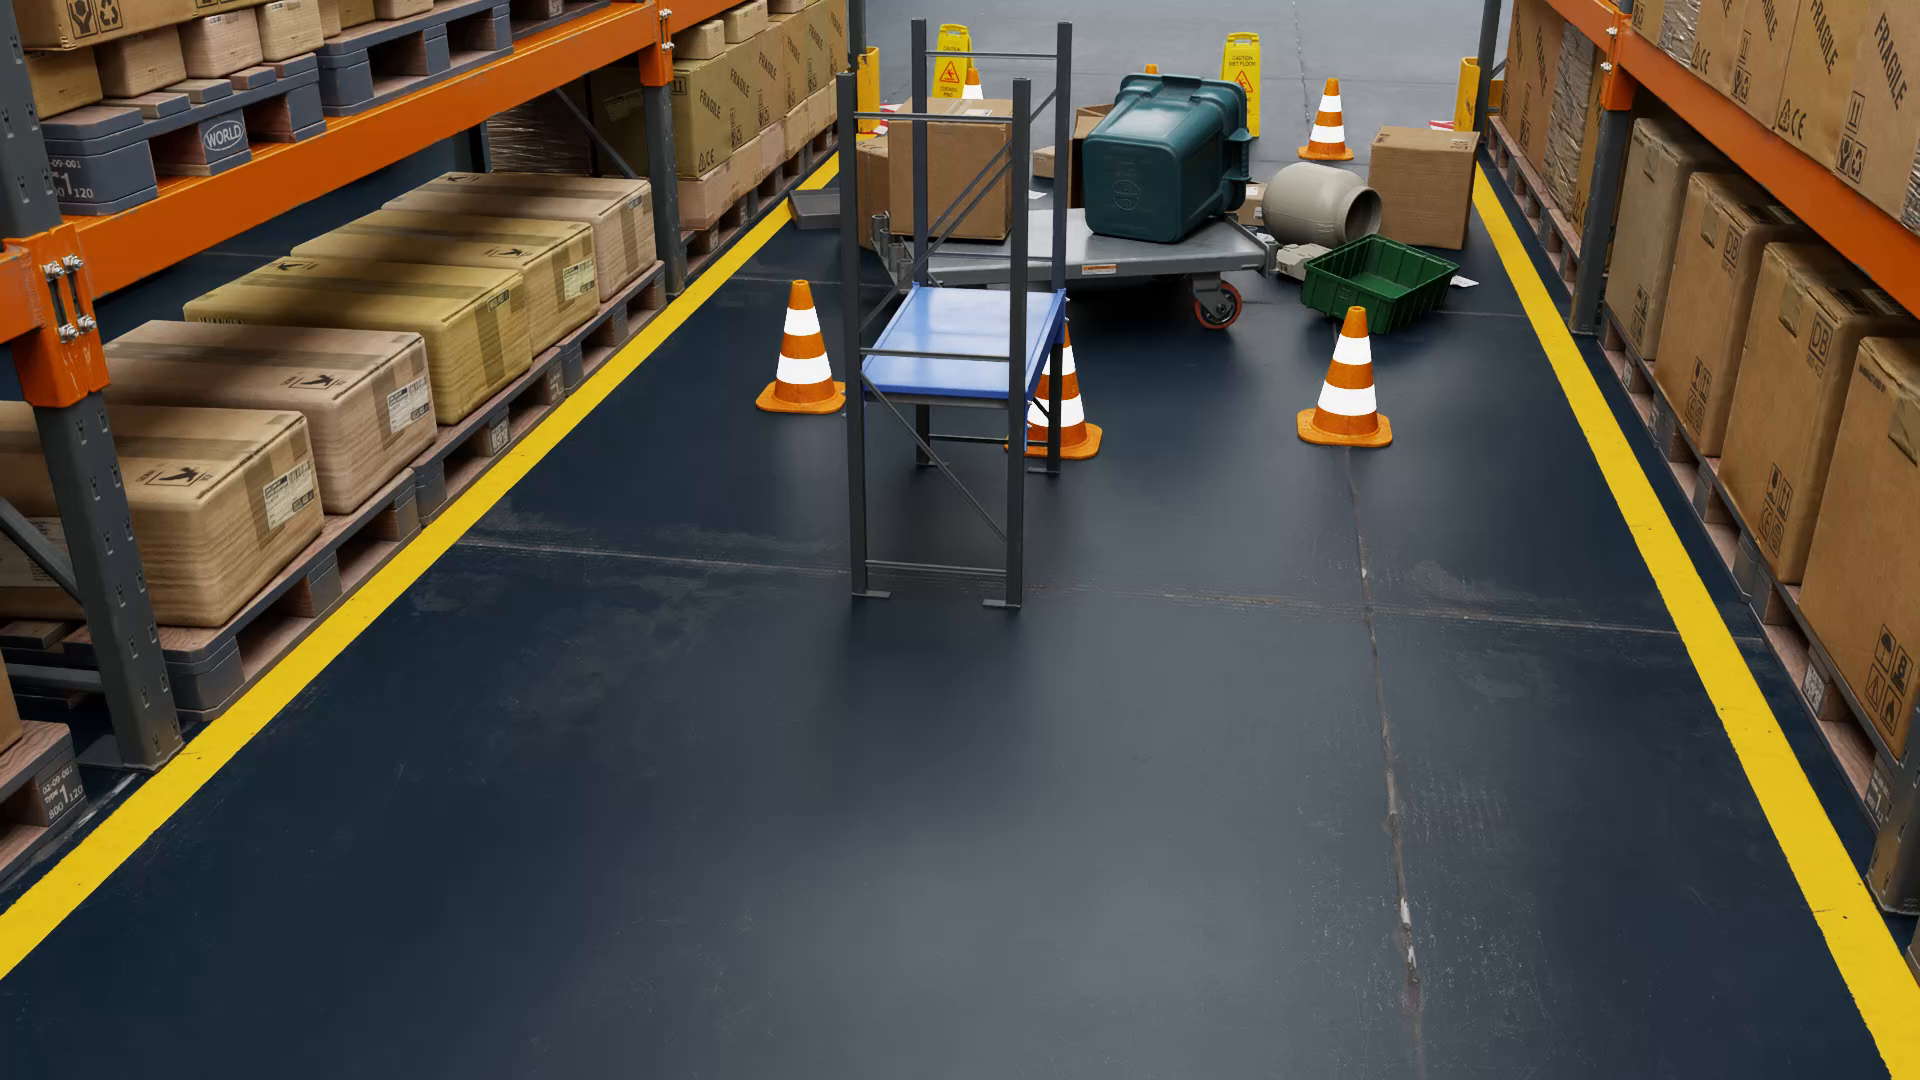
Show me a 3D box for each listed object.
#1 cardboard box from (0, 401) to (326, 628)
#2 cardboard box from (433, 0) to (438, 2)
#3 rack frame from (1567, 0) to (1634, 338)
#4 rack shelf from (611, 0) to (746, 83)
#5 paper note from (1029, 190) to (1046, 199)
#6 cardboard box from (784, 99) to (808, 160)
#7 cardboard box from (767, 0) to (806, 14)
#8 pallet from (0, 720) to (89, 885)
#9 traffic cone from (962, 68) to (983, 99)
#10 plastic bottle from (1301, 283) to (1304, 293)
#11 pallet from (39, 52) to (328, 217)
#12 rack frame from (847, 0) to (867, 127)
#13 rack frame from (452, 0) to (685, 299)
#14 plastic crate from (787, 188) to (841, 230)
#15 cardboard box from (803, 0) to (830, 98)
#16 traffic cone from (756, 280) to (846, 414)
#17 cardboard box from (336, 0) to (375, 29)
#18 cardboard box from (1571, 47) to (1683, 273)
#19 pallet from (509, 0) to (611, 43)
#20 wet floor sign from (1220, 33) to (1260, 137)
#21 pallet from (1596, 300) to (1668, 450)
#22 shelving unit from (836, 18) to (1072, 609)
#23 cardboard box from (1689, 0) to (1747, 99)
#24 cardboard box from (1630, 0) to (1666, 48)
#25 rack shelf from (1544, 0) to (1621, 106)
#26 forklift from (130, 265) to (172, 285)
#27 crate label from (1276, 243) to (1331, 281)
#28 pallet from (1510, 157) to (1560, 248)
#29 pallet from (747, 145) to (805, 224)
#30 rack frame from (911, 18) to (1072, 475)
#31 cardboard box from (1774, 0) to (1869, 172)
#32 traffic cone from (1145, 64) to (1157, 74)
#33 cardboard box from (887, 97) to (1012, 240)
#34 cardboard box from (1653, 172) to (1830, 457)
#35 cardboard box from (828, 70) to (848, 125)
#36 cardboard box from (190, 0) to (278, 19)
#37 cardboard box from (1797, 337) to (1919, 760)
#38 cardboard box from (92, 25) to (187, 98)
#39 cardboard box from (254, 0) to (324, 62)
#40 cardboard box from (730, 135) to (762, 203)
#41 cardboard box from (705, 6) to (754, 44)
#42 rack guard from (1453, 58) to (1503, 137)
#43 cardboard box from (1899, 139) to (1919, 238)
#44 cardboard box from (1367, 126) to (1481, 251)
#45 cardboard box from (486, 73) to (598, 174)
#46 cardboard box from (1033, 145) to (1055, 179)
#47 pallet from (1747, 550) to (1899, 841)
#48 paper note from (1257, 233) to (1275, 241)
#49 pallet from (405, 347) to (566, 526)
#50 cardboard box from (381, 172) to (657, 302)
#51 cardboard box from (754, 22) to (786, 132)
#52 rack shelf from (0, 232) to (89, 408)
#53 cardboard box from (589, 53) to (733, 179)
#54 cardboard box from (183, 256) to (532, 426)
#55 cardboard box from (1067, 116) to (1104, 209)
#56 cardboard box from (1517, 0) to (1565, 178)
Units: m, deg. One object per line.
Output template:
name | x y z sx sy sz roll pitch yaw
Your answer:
cardboard box | -2.330 -0.085 4.499 0.950 0.372 0.625 2 25 5
cardboard box | -1.916 -1.836 5.435 0.380 0.149 0.250 3 25 7
rack frame | 3.121 -2.222 6.459 1.000 3.000 0.127 4 25 9
rack shelf | -1.452 -3.033 9.041 1.077 0.370 4.000 4 25 9
paper note | 0.397 -1.968 9.431 0.148 0.019 0.142 13 28 26
cardboard box | -1.164 -2.349 9.477 0.500 0.250 0.500 3 25 7
cardboard box | -1.081 -3.048 9.321 0.380 0.149 0.250 5 26 11
pallet | -2.636 0.738 3.425 1.003 0.211 1.213 4 25 9
traffic cone | 0.077 -2.778 10.638 0.336 0.463 0.334 4 25 9
plastic bottle | 1.677 -1.111 7.552 0.133 0.061 0.283 -9 27 -19
pallet | -2.421 -1.068 4.220 1.213 0.211 1.003 4 25 9
rack frame | -1.125 -4.196 10.675 1.000 3.000 0.127 4 25 9
rack frame | -1.779 -2.523 7.101 1.000 3.000 0.127 4 25 9
plastic crate | -0.713 -1.800 9.002 0.402 0.080 0.583 -5 25 -10
cardboard box | -1.081 -2.909 9.789 0.500 0.500 0.500 5 26 10
traffic cone | -0.600 -0.758 6.324 0.336 0.463 0.334 4 25 9
cardboard box | -1.991 -1.617 4.967 0.380 0.149 0.250 5 26 11
cardboard box | 3.293 -1.708 7.372 0.875 0.875 0.875 4 25 9
pallet | -2.047 -2.126 6.481 1.003 0.211 1.213 4 25 9
wet floor sign | 1.826 -2.978 10.851 0.267 0.644 0.232 0 25 -1
pallet | 3.069 -0.631 6.350 1.003 0.211 1.213 4 25 9
shelving unit | 0.014 -0.715 5.008 0.538 1.500 1.048 4 25 9
cardboard box | 2.604 -1.646 5.110 0.500 0.500 0.500 4 25 8
cardboard box | 2.770 -2.066 6.008 0.500 0.500 0.500 4 25 9
rack shelf | 3.448 -2.733 8.398 1.077 0.370 4.000 4 25 9
forklift | -4.382 -2.524 7.184 1.130 2.935 3.031 4 25 8
crate label | 1.650 -1.316 7.900 0.298 0.136 0.250 -14 29 -27
pallet | 3.520 -1.783 8.811 1.003 0.211 1.213 4 25 9
pallet | -1.507 -2.055 9.391 1.003 0.211 1.213 4 25 9
rack frame | 0.097 -0.928 5.462 0.500 1.500 0.032 4 25 9
cardboard box | 2.441 -1.219 4.198 0.500 0.500 0.500 4 25 8
traffic cone | 1.228 -2.843 10.778 0.336 0.463 0.334 4 25 9
cardboard box | -0.018 -1.623 7.234 0.500 0.500 0.500 4 25 9
cardboard box | 2.947 -0.724 5.418 1.050 0.750 0.750 4 25 9
cardboard box | -0.996 -2.774 10.386 0.500 0.250 0.500 4 25 8
cardboard box | -2.053 -1.611 4.189 0.500 0.500 0.500 5 26 11
cardboard box | 2.656 0.031 3.804 1.050 0.750 0.750 4 25 8
cardboard box | -2.117 -1.165 4.002 0.380 0.149 0.250 2 25 5
cardboard box | -1.961 -1.390 4.482 0.380 0.149 0.250 4 25 9
cardboard box | -1.340 -1.920 8.561 0.500 0.250 0.500 5 26 11
cardboard box | -1.254 -2.592 8.348 0.380 0.149 0.250 5 26 11
rack guard | 3.779 -2.773 10.584 1.175 0.500 0.348 4 25 9
cardboard box | 2.276 -0.801 3.306 0.500 0.500 0.500 4 25 9
cardboard box | 2.362 -1.811 8.527 0.500 0.500 0.500 8 26 18
cardboard box | -1.947 -2.073 8.005 0.500 0.500 0.500 4 25 8
cardboard box | 0.654 -2.217 9.810 0.380 0.149 0.250 19 31 35
pallet | 2.671 0.389 4.169 1.003 0.211 1.213 4 25 9
paper note | 1.538 -1.569 8.574 0.172 0.023 0.155 13 28 26
pallet | -2.102 -0.422 5.903 1.003 0.211 1.213 4 25 9
cardboard box | -1.862 -1.303 7.100 0.950 0.372 0.625 4 25 9
cardboard box | -1.254 -2.477 8.867 0.500 0.500 0.500 5 26 11
rack shelf | -2.759 0.312 1.893 1.077 0.370 4.000 4 25 9
cardboard box | -1.416 -2.035 7.923 0.500 0.500 0.500 5 26 11
cardboard box | -2.088 -0.711 5.836 0.950 0.372 0.625 5 26 10
cardboard box | 0.941 -1.825 8.395 0.797 0.637 0.503 4 25 9
cardboard box | 3.587 -2.467 8.992 0.875 0.875 0.875 4 25 8
